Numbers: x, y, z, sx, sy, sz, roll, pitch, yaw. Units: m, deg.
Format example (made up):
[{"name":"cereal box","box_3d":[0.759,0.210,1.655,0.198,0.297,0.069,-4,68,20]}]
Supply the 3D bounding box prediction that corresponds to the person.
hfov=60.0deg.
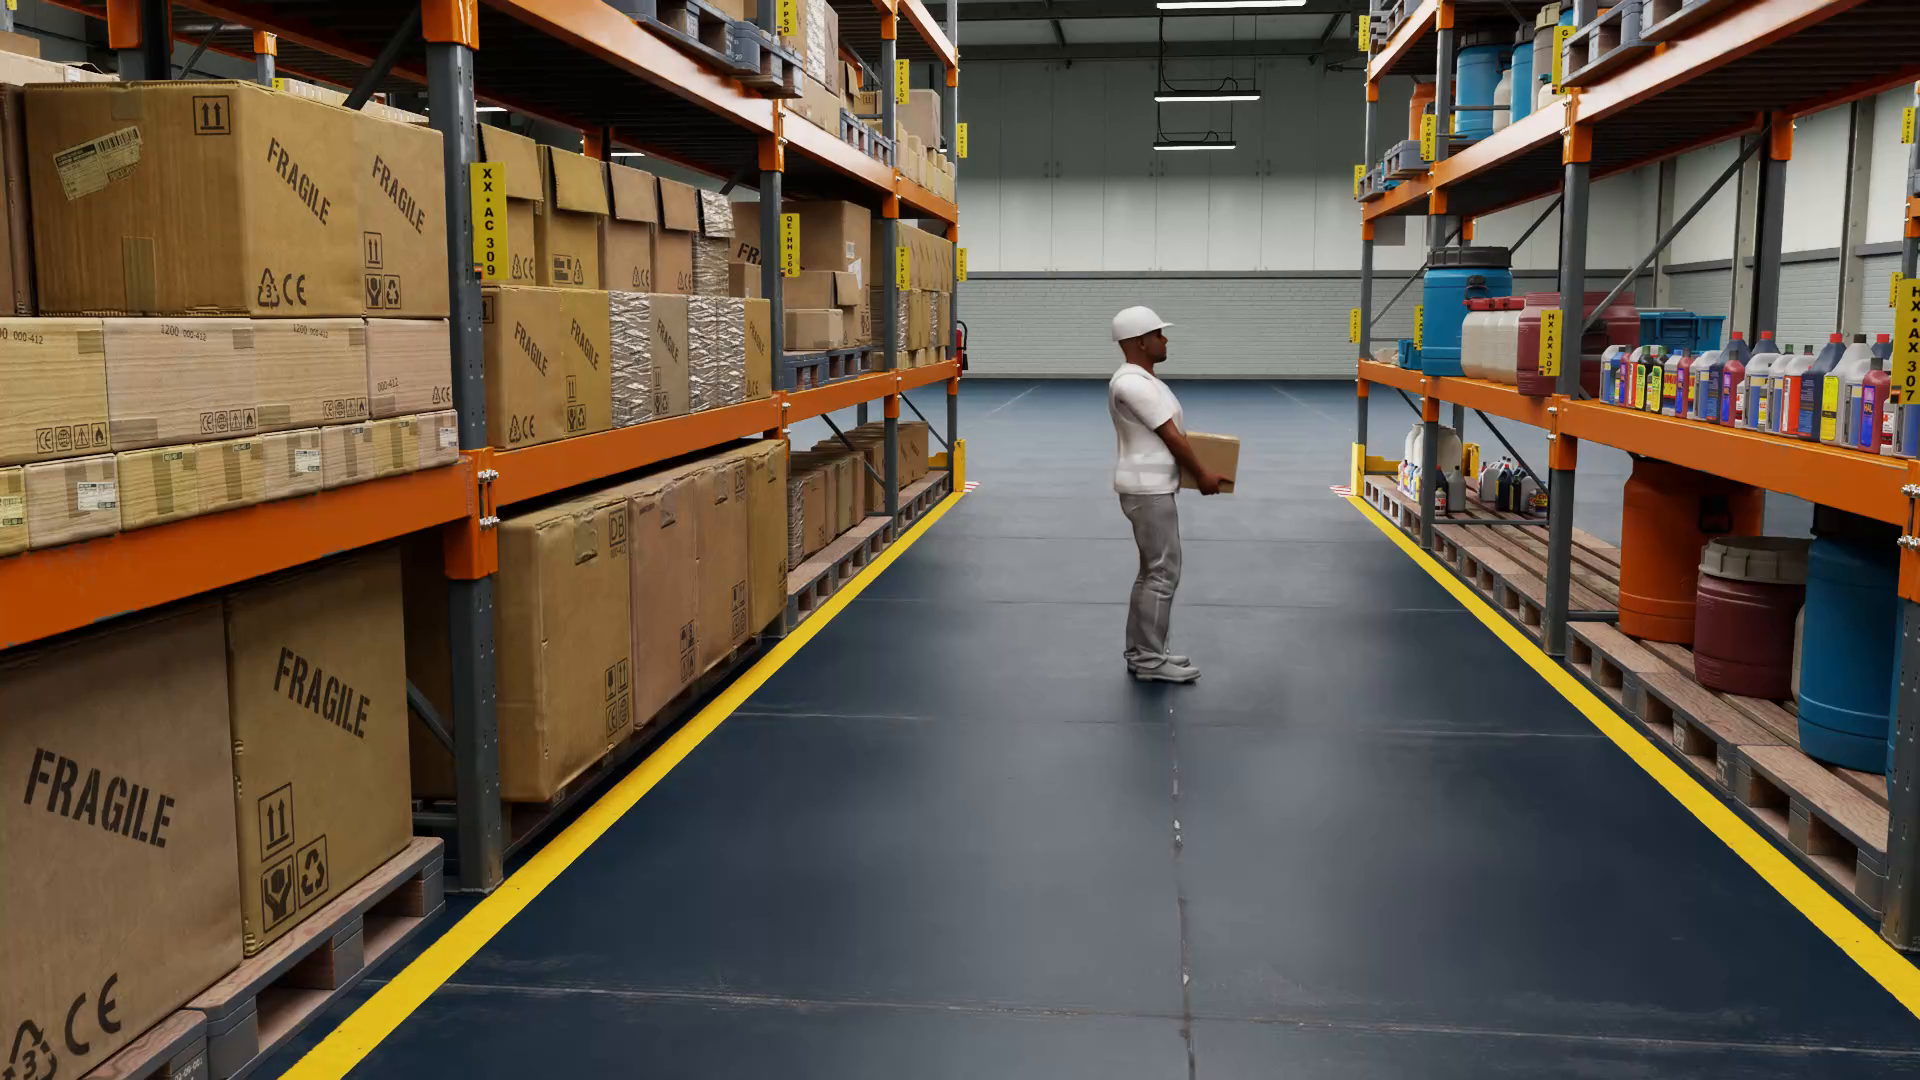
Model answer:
[{"name":"person","box_3d":[0.995,-0.222,7.899,0.587,1.761,0.502,1,8,6]}]
